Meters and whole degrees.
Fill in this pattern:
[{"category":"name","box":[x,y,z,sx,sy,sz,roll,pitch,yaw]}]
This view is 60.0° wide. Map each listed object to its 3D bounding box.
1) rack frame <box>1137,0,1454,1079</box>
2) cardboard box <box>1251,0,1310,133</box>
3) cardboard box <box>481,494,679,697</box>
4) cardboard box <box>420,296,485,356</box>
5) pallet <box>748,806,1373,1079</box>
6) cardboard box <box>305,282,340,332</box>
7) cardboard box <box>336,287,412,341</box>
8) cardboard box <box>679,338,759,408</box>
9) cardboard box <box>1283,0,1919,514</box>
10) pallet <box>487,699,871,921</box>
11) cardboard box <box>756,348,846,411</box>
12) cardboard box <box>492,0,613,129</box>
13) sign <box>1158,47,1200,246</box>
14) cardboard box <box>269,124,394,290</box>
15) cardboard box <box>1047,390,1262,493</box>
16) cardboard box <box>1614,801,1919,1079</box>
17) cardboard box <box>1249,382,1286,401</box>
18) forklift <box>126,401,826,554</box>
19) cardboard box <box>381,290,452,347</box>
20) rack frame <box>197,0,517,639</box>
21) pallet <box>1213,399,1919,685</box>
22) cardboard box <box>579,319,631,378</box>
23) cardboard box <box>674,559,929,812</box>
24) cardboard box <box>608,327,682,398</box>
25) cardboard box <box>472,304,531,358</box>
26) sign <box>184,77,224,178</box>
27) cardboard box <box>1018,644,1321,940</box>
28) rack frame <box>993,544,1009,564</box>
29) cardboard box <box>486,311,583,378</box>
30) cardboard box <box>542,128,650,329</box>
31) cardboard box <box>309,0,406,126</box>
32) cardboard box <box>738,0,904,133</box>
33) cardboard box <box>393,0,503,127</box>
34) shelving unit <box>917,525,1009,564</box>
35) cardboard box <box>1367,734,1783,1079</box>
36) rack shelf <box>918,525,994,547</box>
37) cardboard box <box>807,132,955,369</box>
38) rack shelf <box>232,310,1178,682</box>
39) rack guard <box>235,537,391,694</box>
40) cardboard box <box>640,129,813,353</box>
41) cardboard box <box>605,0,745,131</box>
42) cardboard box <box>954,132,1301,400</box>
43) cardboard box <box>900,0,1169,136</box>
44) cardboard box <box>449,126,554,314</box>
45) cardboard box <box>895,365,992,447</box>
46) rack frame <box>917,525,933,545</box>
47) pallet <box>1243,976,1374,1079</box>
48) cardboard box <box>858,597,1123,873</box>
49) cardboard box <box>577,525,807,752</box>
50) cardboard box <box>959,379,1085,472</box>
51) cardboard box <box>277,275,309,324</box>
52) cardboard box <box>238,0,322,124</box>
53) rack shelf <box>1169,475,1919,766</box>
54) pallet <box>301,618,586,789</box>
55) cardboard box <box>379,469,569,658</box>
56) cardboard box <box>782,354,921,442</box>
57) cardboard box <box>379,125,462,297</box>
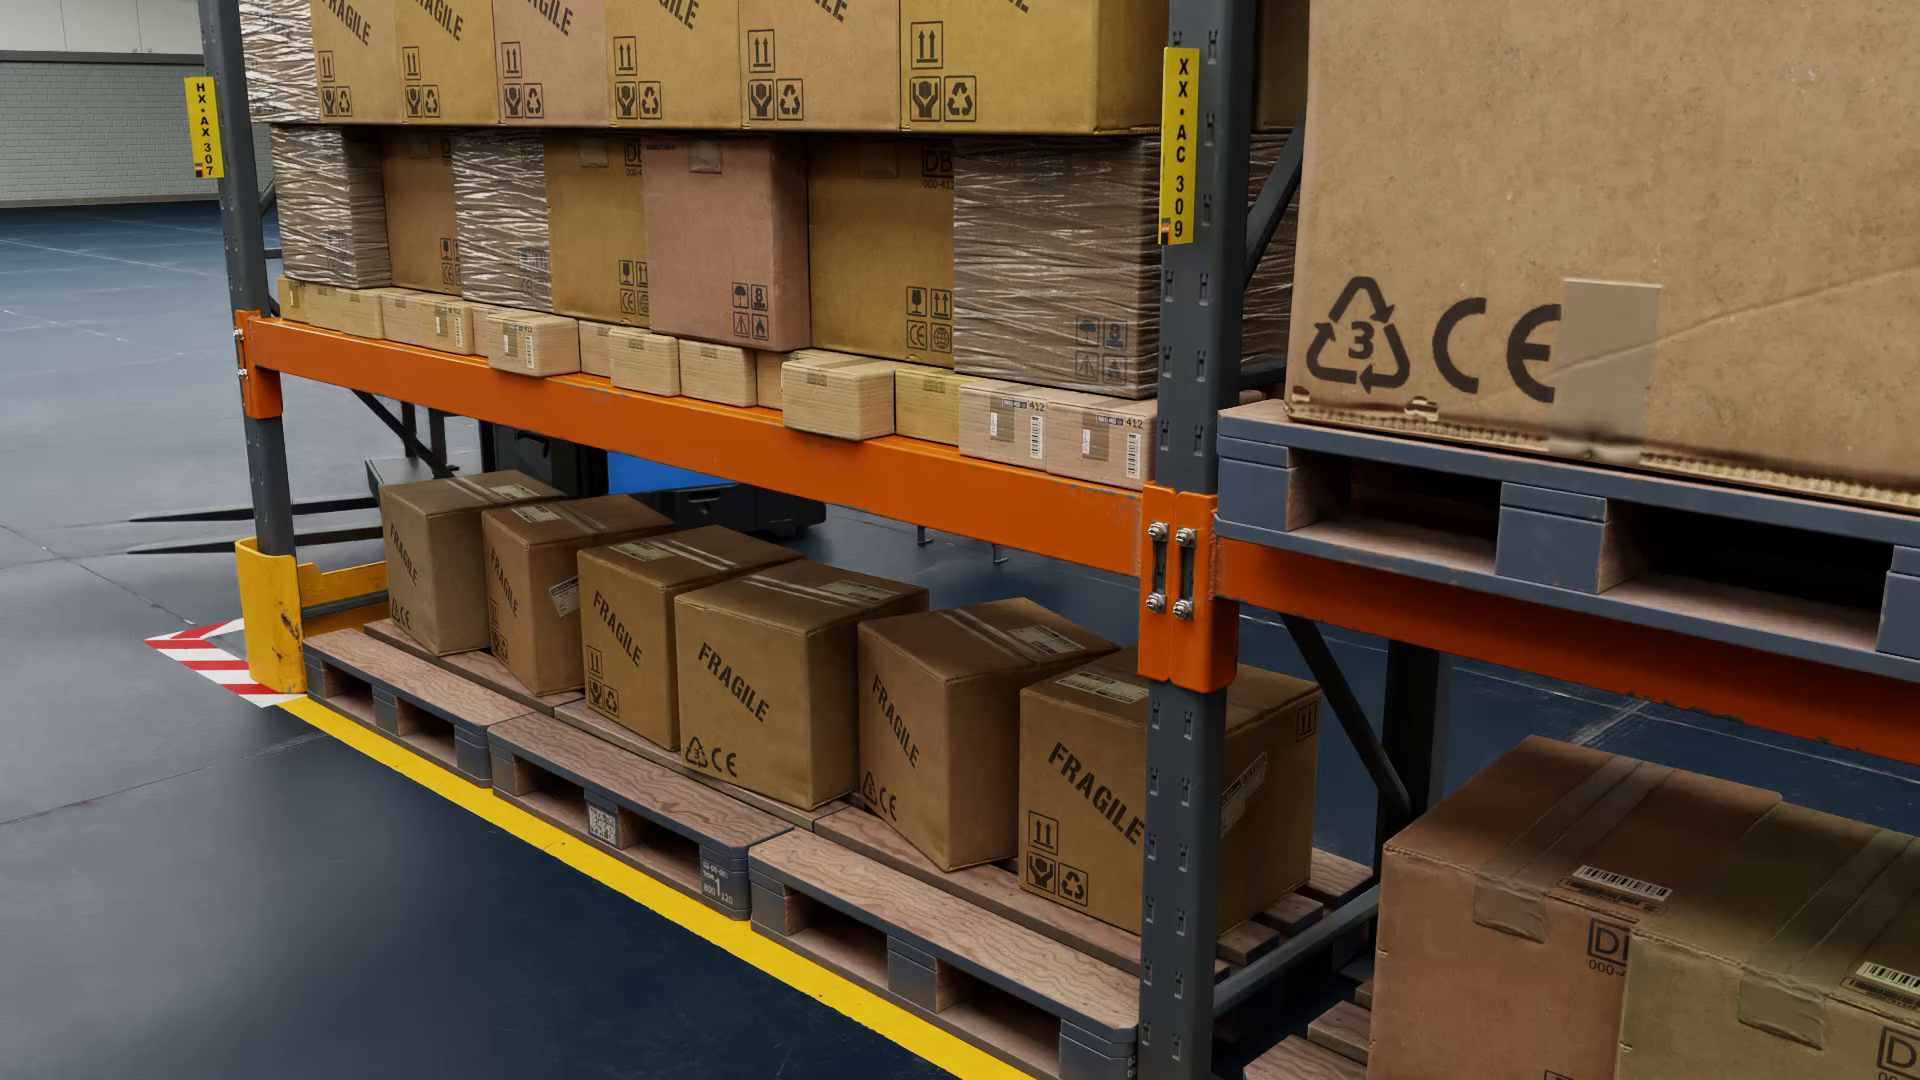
[{"category":"rack frame","box":[0.747,-0.351,3.330,0.127,3.000,1.000,14,20,42]},{"category":"cardboard box","box":[0.599,-1.152,3.633,0.500,0.500,0.500,14,20,42]},{"category":"cardboard box","box":[-1.241,0.166,5.470,0.500,0.500,0.500,-9,17,-30]},{"category":"cardboard box","box":[-1.387,-0.658,5.005,0.250,0.149,0.380,14,20,42]},{"category":"pallet","box":[0.239,0.887,4.108,1.213,0.211,1.003,14,20,42]},{"category":"cardboard box","box":[-1.926,-0.789,5.510,0.250,0.149,0.380,14,20,42]},{"category":"cardboard box","box":[-1.757,-0.743,5.332,0.250,0.149,0.380,14,20,42]},{"category":"cardboard box","box":[-0.477,-0.442,4.176,0.250,0.149,0.380,14,20,42]},{"category":"cardboard box","box":[1.222,-0.680,2.571,1.000,1.000,1.000,14,20,43]},{"category":"pallet","box":[-0.644,0.674,4.928,1.213,0.211,1.003,14,20,42]},{"category":"cardboard box","box":[-0.269,-0.405,4.036,0.250,0.149,0.380,14,20,42]},{"category":"cardboard box","box":[-0.846,-1.319,4.274,0.500,0.500,0.500,14,20,42]},{"category":"sign","box":[0.376,-0.670,2.838,0.005,0.325,0.100,14,20,42]},{"category":"cardboard box","box":[-1.756,-1.142,5.578,0.500,0.500,0.875,14,20,42]},{"category":"cardboard box","box":[0.388,-0.214,3.302,0.250,0.149,0.380,14,20,42]},{"category":"cardboard box","box":[1.504,0.844,2.829,0.500,0.500,0.700,14,20,42]},{"category":"cardboard box","box":[0.801,-0.322,3.716,0.250,0.149,0.380,14,20,42]},{"category":"forklift","box":[-2.205,-1.389,7.450,3.031,2.935,1.130,-7,16,-24]},{"category":"cardboard box","box":[-1.562,-0.703,5.178,0.250,0.149,0.380,14,20,42]},{"category":"rack frame","box":[-2.133,-1.051,6.017,0.127,3.000,1.000,14,20,42]},{"category":"pallet","box":[1.196,-0.098,2.740,1.213,0.211,1.003,14,20,42]},{"category":"cardboard box","box":[-0.808,-0.537,4.541,0.250,0.149,0.380,14,20,42]},{"category":"cardboard box","box":[-0.432,0.385,4.631,0.500,0.500,0.500,11,18,37]},{"category":"cardboard box","box":[-0.682,-0.479,4.319,0.250,0.149,0.380,14,20,42]},{"category":"cardboard box","box":[-1.189,-0.619,4.856,0.250,0.149,0.380,14,20,42]},{"category":"sign","box":[-2.509,-1.371,5.530,0.005,0.325,0.100,14,20,42]},{"category":"cardboard box","box":[0.487,0.578,3.889,0.500,0.500,0.500,13,19,41]},{"category":"rack frame","box":[0.295,-0.944,7.392,0.015,2.100,0.400,14,20,42]},{"category":"cardboard box","box":[-1.081,-0.556,4.616,0.250,0.149,0.380,14,20,42]},{"category":"cardboard box","box":[-0.631,-0.891,4.616,0.500,0.500,0.875,14,20,42]},{"category":"cardboard box","box":[-1.571,-1.493,4.941,0.500,0.500,0.500,14,20,42]},{"category":"cardboard box","box":[-0.129,-1.143,3.600,0.500,0.500,0.500,14,20,42]},{"category":"cardboard box","box":[-1.210,-1.406,4.606,0.500,0.500,0.500,14,20,42]},{"category":"shelving unit","box":[0.119,-0.987,7.556,0.503,2.100,0.431,14,20,42]},{"category":"cardboard box","box":[1.174,0.757,3.163,0.500,0.500,0.700,12,19,38]},{"category":"rack shelf","box":[0.119,-0.297,7.736,0.480,0.518,0.431,14,20,42]},{"category":"cardboard box","box":[0.130,-0.727,3.986,0.500,0.500,0.875,14,20,42]},{"category":"rack shelf","box":[-0.693,-0.353,4.764,4.000,0.370,1.077,14,20,42]},{"category":"rack guard","box":[-2.078,0.172,6.281,0.348,0.500,1.175,14,20,42]},{"category":"cardboard box","box":[-0.300,-0.796,4.252,0.500,0.500,0.875,14,20,42]},{"category":"cardboard box","box":[-0.488,-1.231,3.936,0.500,0.500,0.500,14,20,42]},{"category":"cardboard box","box":[0.466,-0.633,3.626,0.500,0.500,0.875,14,20,42]},{"category":"cardboard box","box":[0.232,-1.056,3.265,0.500,0.500,0.500,14,20,42]},{"category":"cardboard box","box":[-0.983,-0.981,4.960,0.500,0.500,0.875,14,20,42]},{"category":"cardboard box","box":[0.076,-0.314,3.686,0.250,0.149,0.380,14,20,42]},{"category":"rack frame","box":[-0.056,-1.030,7.720,0.015,2.100,0.400,14,20,42]},{"category":"pallet","box":[1.308,1.134,3.160,1.213,0.211,1.003,14,20,42]},{"category":"cardboard box","box":[0.069,0.479,4.268,0.500,0.500,0.500,-8,16,-27]},{"category":"cardboard box","box":[-0.803,0.279,5.037,0.500,0.500,0.500,-12,19,-39]},{"category":"cardboard box","box":[0.215,-0.259,3.476,0.250,0.149,0.380,14,20,42]},{"category":"cardboard box","box":[-2.093,-0.836,5.691,0.250,0.149,0.380,14,20,42]},{"category":"cardboard box","box":[-1.926,-1.582,5.282,0.500,0.500,0.500,14,20,42]},{"category":"rack shelf","box":[2.187,0.347,2.078,4.000,0.370,1.077,14,20,42]},{"category":"pallet","box":[-1.518,0.460,5.747,1.213,0.211,1.003,14,20,42]},{"category":"cardboard box","box":[-1.695,0.068,5.848,0.500,0.500,0.500,-10,18,-34]},{"category":"cardboard box","box":[-0.181,-0.337,3.776,0.250,0.149,0.380,14,20,42]},{"category":"cardboard box","box":[-1.313,-1.076,5.326,0.500,0.500,0.875,14,20,42]}]
